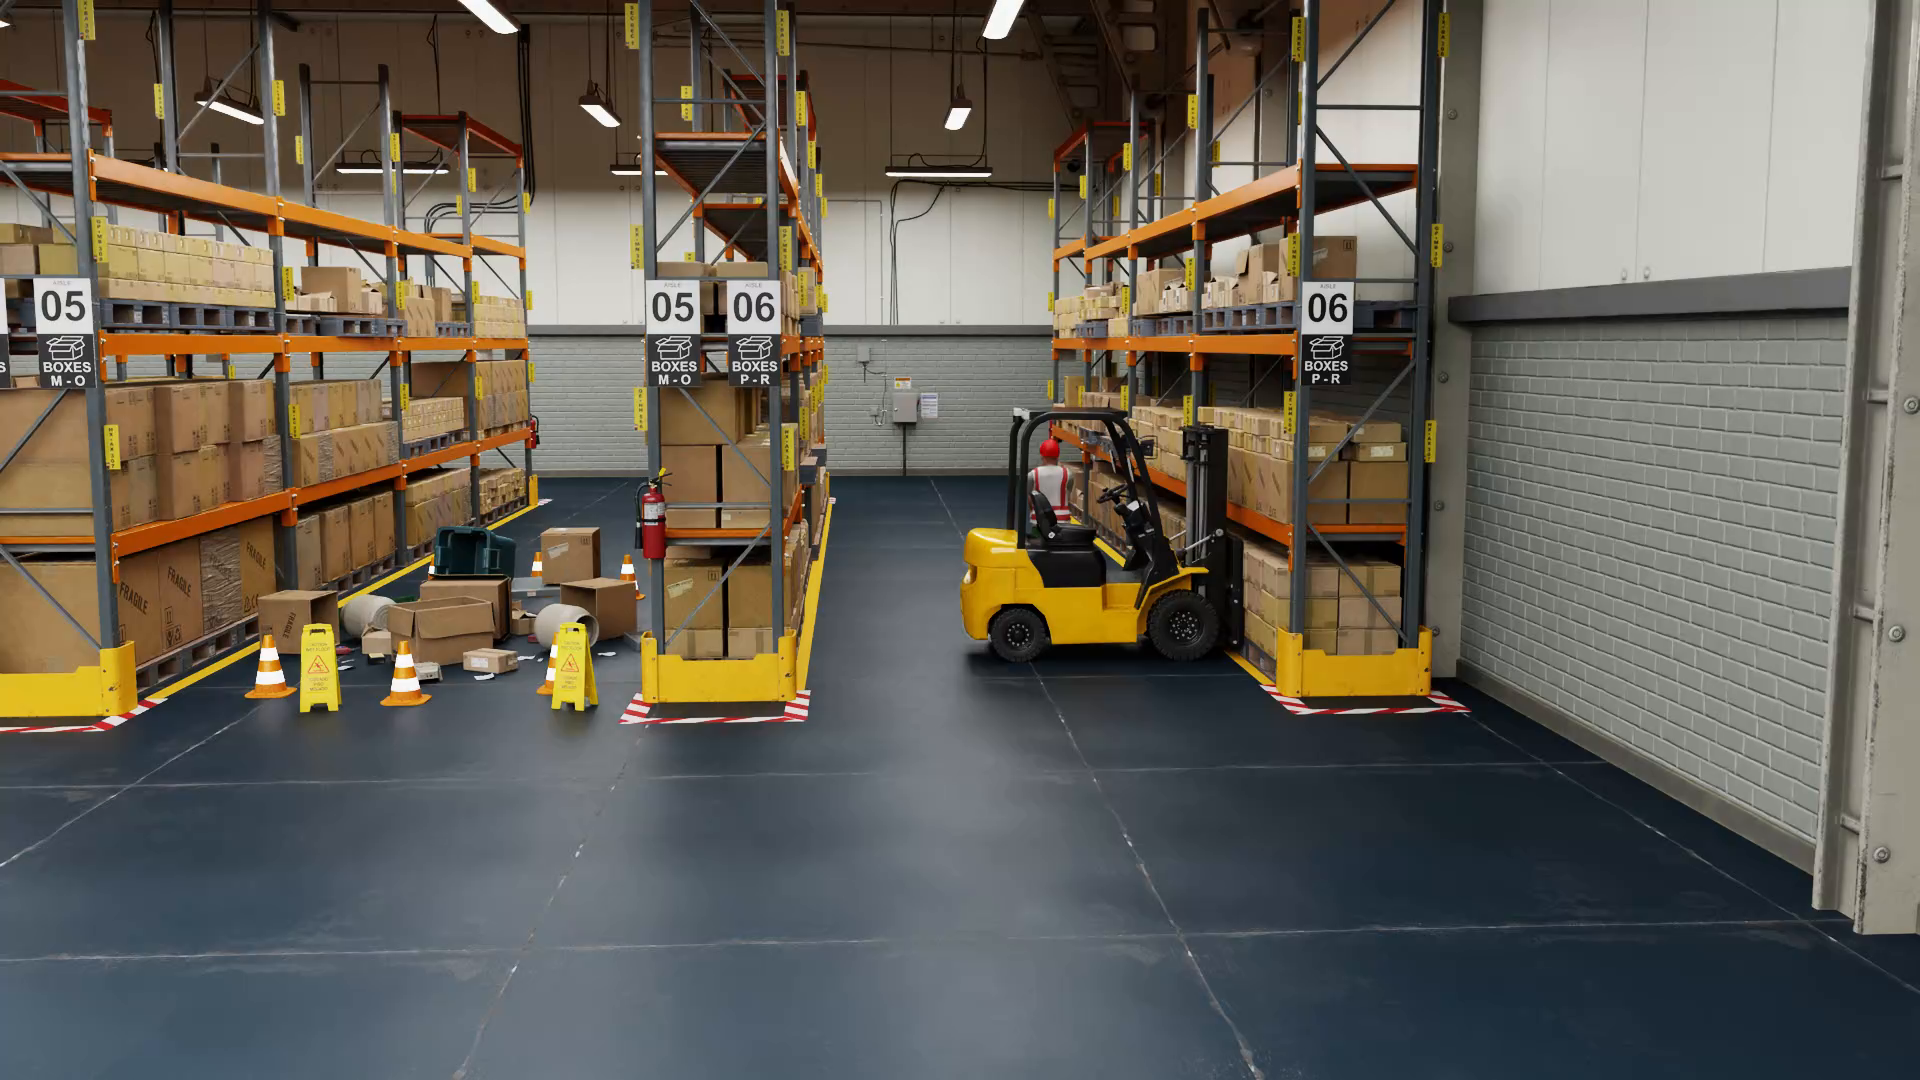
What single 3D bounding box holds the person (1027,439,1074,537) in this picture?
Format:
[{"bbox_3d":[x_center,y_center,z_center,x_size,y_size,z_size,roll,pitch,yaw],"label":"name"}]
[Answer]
[{"bbox_3d":[0.896,-0.144,16.882,0.493,1.782,0.564,0,7,-3],"label":"person"}]
